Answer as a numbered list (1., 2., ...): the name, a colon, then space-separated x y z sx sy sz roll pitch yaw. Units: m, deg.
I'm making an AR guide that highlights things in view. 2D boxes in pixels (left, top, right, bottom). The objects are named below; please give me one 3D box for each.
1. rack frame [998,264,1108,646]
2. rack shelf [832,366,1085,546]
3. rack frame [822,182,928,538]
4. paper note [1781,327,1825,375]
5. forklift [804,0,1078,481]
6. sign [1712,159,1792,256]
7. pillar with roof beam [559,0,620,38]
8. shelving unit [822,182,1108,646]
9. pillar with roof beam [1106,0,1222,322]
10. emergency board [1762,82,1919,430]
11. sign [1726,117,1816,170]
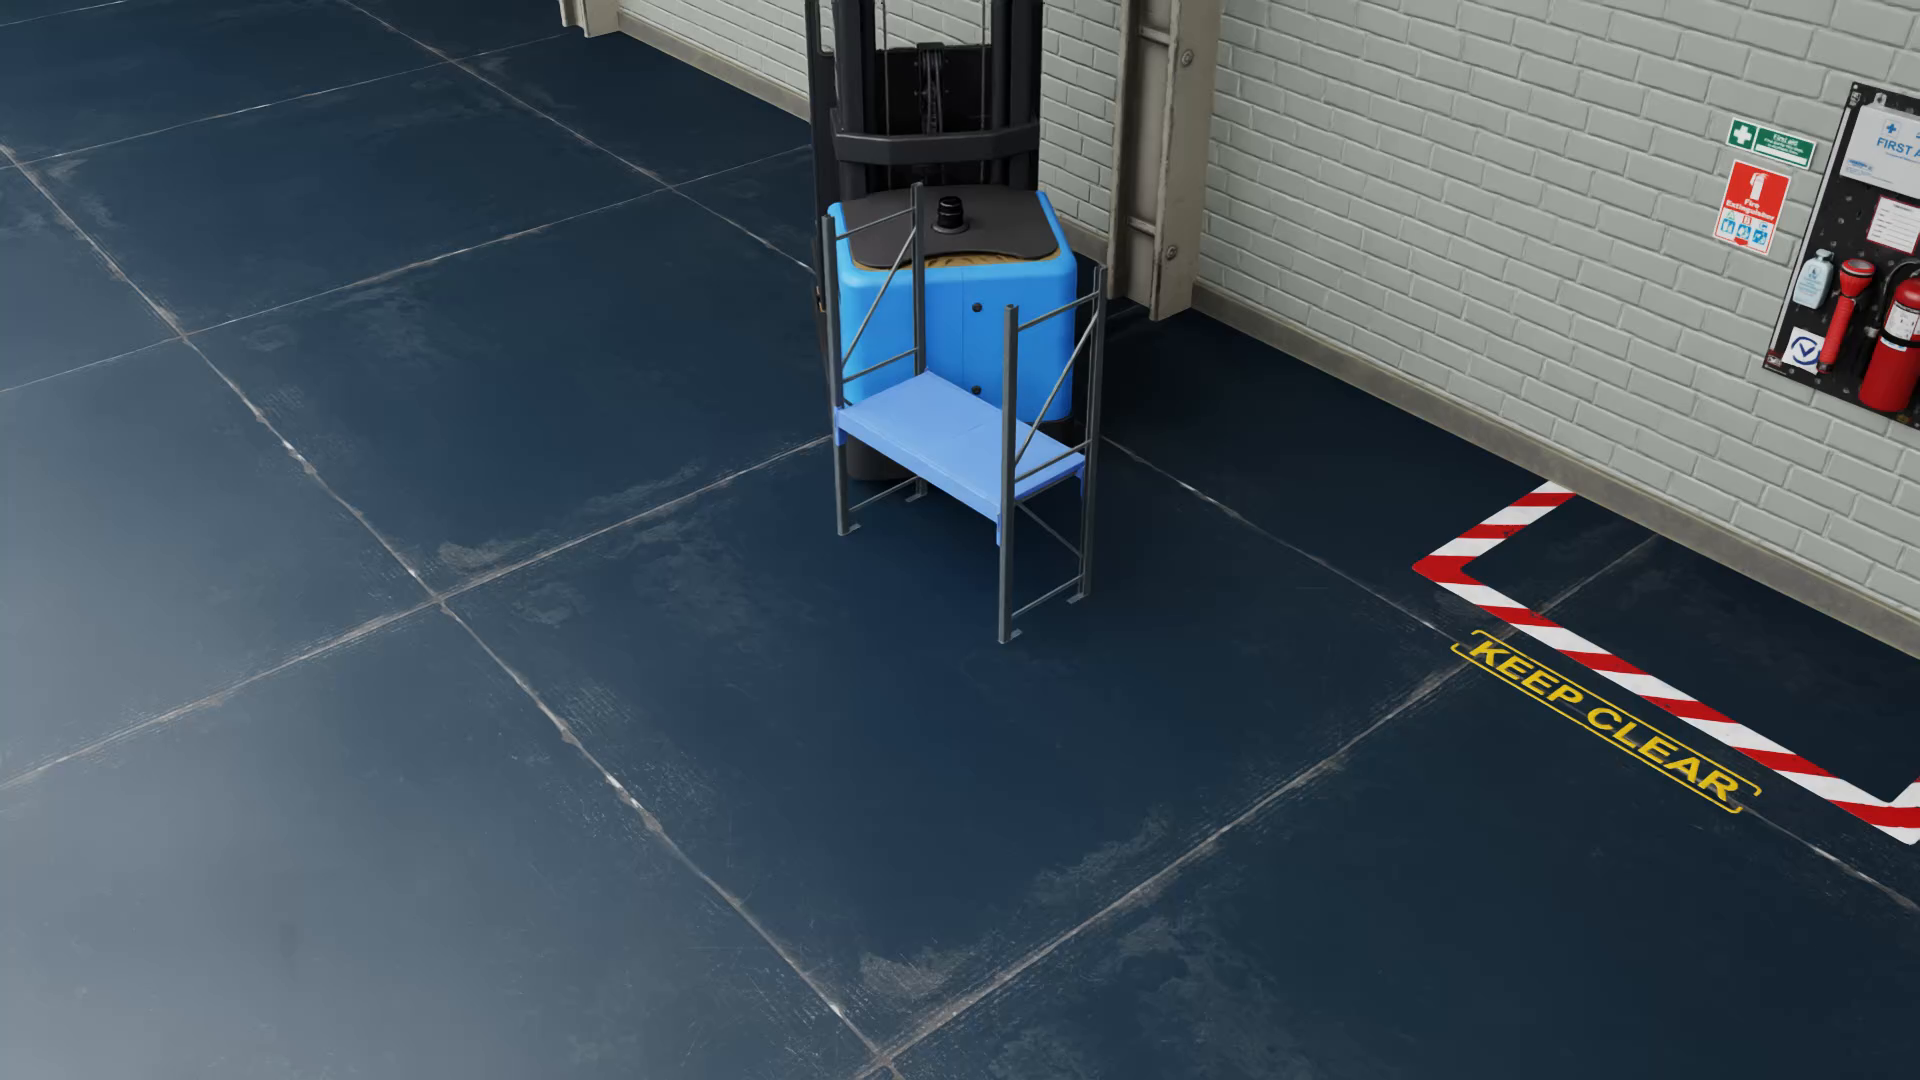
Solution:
1. rack frame: 0.347 -0.294 6.368 0.500 1.500 0.032 -28 44 -33
2. rack shelf: 0.004 -0.364 6.777 0.538 0.185 1.000 -28 44 -33
3. rack frame: -0.340 -0.727 6.979 0.500 1.500 0.032 -28 44 -33
4. paper note: 3.281 -0.735 6.455 0.016 0.148 0.142 -26 43 -32
5. forklift: -0.199 -2.304 7.968 1.130 2.935 3.031 -5 36 -7
6. sign: 3.064 -1.288 6.442 0.001 0.329 0.234 -26 43 -32
7. pillar with roof beam: -6.125 -6.026 7.973 9.100 9.000 0.400 -26 43 -32
8. shelving unit: 0.004 -0.511 6.673 0.538 1.500 1.048 -28 44 -33
9. pillar with roof beam: -2.253 -3.377 4.232 9.100 9.000 0.400 -26 43 -32
10. emergency board: 3.342 -0.991 6.053 0.194 1.169 0.643 -26 43 -32
11. sign: 3.060 -1.499 6.281 0.001 0.109 0.331 -26 43 -32
